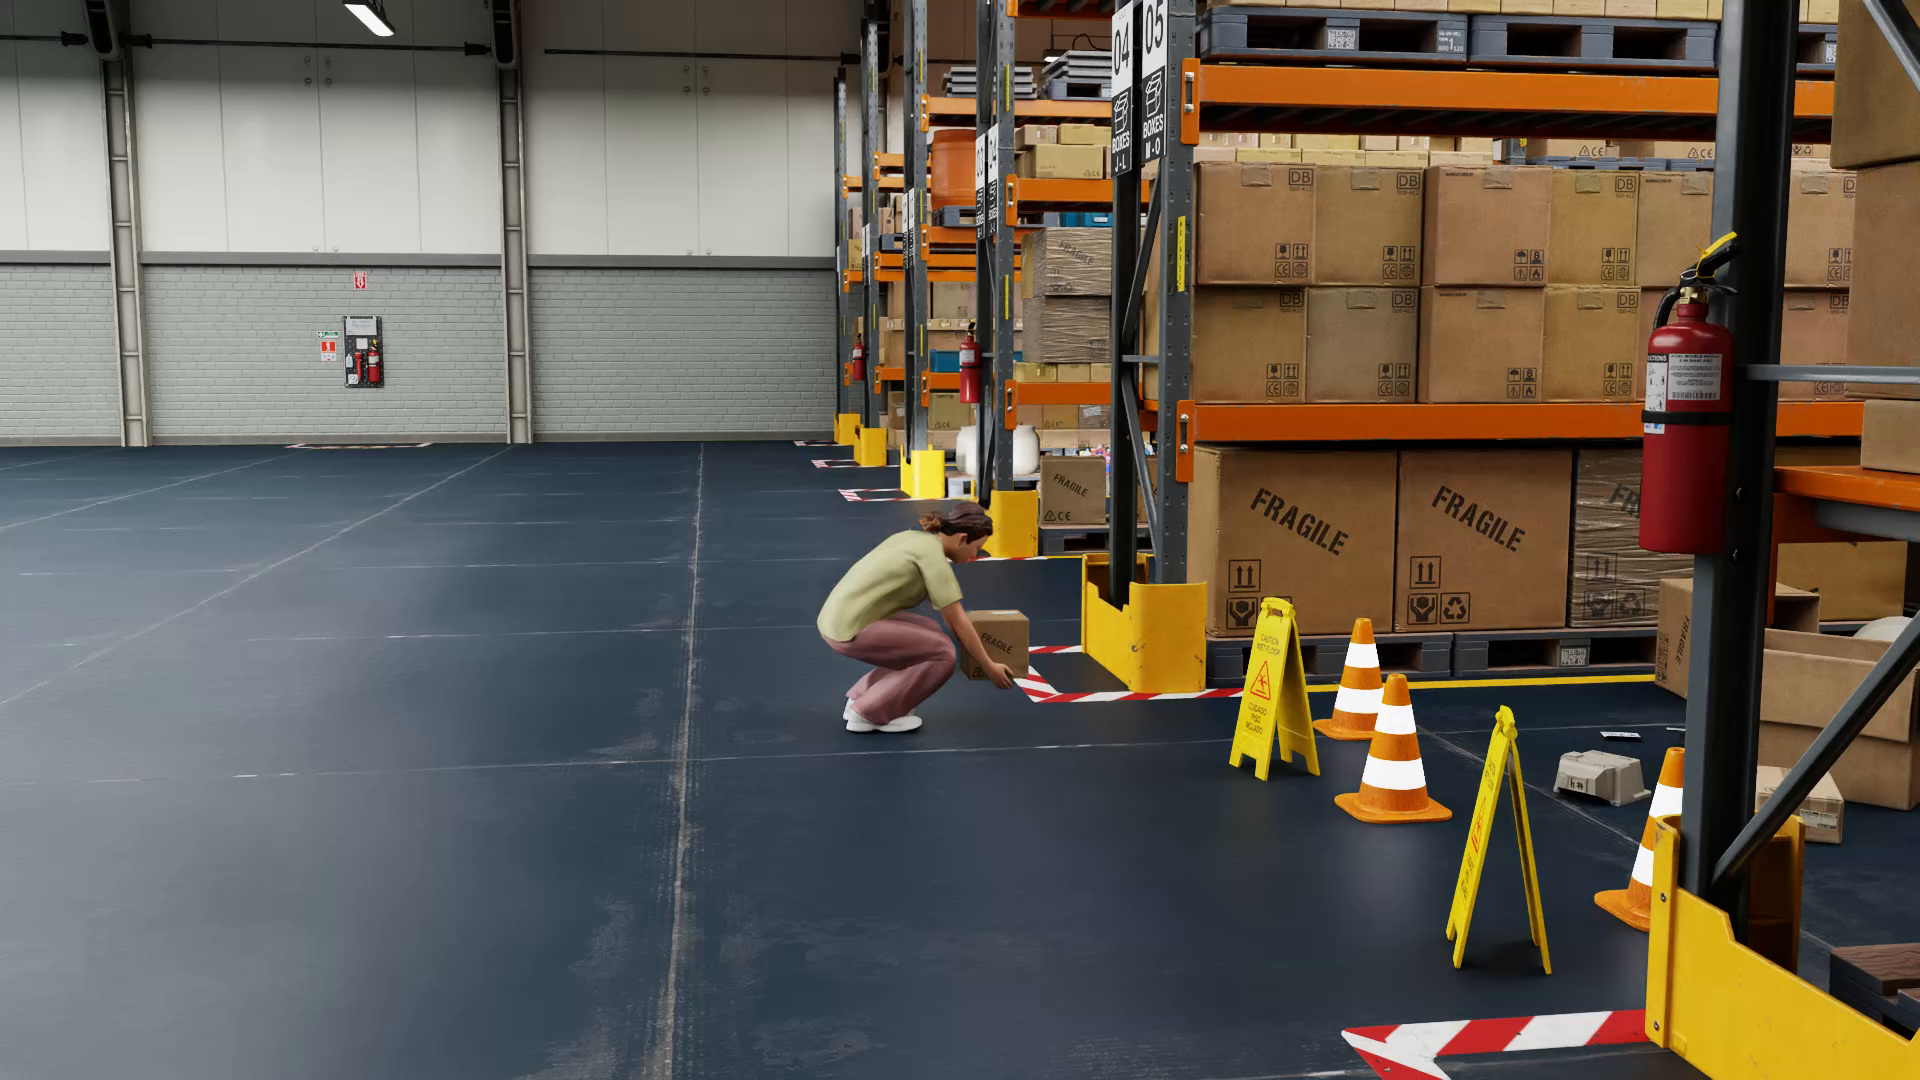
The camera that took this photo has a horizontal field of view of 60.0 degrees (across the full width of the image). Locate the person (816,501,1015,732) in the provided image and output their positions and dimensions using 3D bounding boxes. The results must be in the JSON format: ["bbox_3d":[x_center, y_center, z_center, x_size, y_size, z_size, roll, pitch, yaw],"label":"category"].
[{"bbox_3d":[-0.193,0.309,6.913,0.807,0.929,0.494,-1,7,-9],"label":"person"}]
